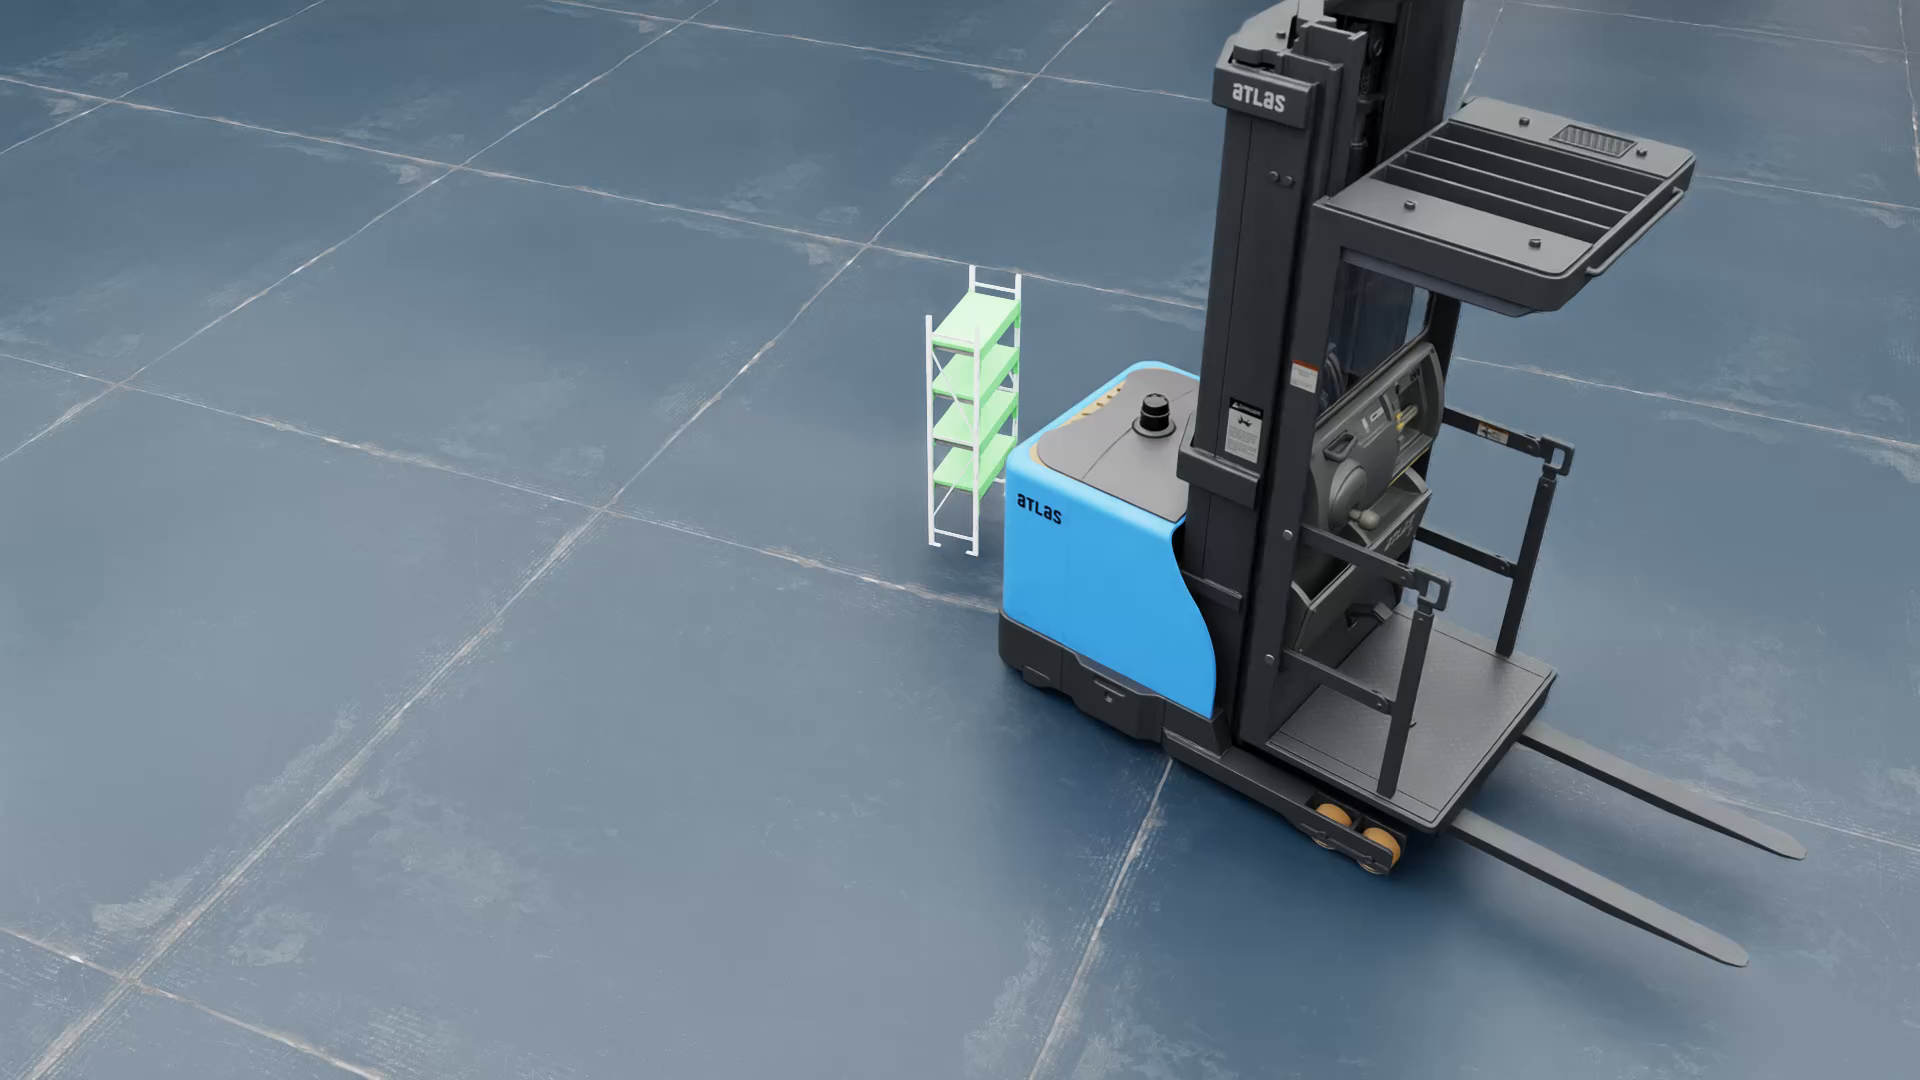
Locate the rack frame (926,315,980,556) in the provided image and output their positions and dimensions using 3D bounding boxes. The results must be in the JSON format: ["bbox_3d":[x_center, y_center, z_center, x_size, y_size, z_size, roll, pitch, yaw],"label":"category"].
[{"bbox_3d":[-0.030,-0.437,7.333,0.240,1.200,0.015,14,39,18],"label":"rack frame"}]

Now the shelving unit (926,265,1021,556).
[{"bbox_3d":[0.063,-0.572,7.513,0.258,1.200,0.503,14,39,18],"label":"shelving unit"}]

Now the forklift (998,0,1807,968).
[{"bbox_3d":[1.624,-0.310,5.717,3.031,2.935,1.130,26,44,30],"label":"forklift"}]

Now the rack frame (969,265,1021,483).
[{"bbox_3d":[0.156,-0.707,7.694,0.240,1.200,0.015,14,39,18],"label":"rack frame"}]

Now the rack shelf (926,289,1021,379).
[{"bbox_3d":[0.063,-0.906,7.264,0.258,0.148,0.480,14,39,18],"label":"rack shelf"}]

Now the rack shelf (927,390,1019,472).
[{"bbox_3d":[0.063,-0.521,7.552,0.258,0.148,0.480,14,39,18],"label":"rack shelf"}]

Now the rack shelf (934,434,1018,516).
[{"bbox_3d":[0.063,-0.329,7.695,0.258,0.148,0.480,14,39,18],"label":"rack shelf"}]

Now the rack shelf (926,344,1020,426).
[{"bbox_3d":[0.063,-0.713,7.408,0.258,0.148,0.480,14,39,18],"label":"rack shelf"}]
